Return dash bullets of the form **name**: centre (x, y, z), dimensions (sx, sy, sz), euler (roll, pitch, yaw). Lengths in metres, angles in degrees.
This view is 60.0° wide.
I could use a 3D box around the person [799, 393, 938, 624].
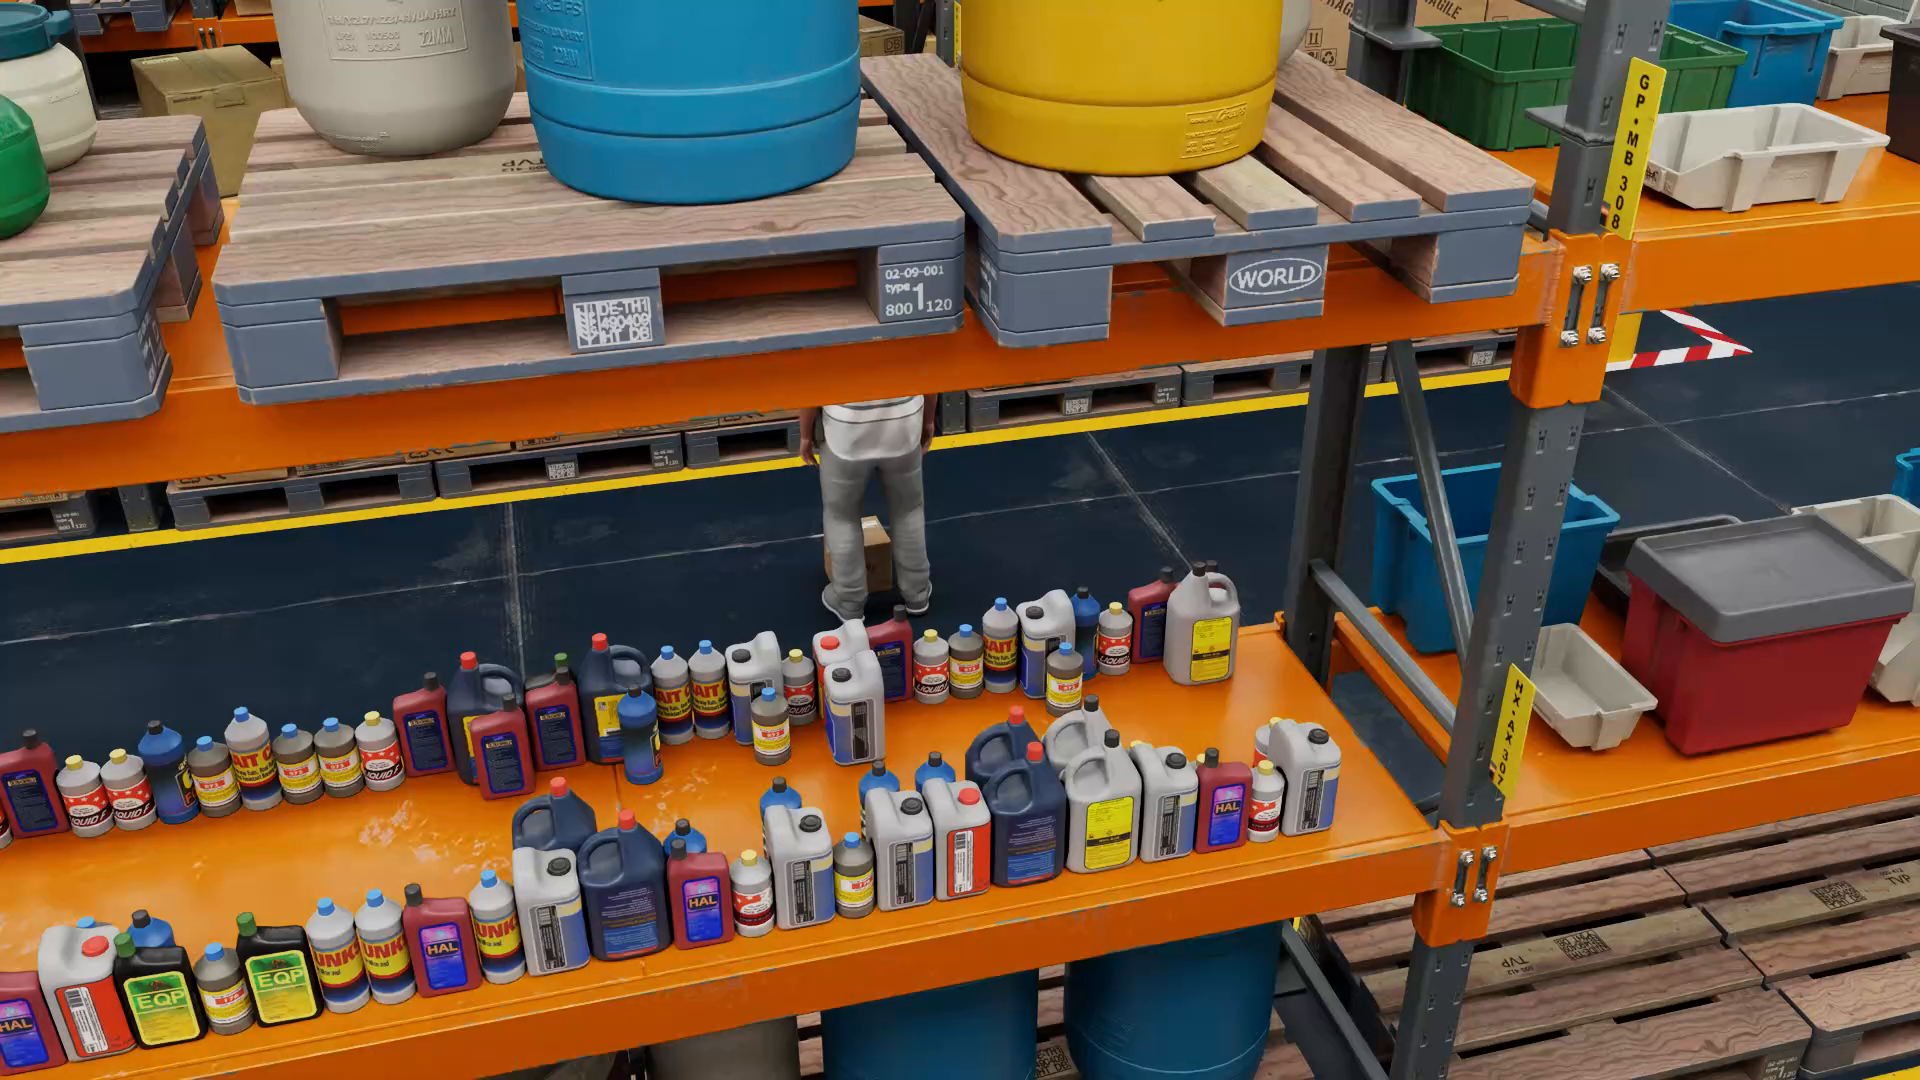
- **person**: centre (-0.374, -0.446, 6.891), dimensions (0.586, 1.748, 0.436), euler (-8, 31, -13)
